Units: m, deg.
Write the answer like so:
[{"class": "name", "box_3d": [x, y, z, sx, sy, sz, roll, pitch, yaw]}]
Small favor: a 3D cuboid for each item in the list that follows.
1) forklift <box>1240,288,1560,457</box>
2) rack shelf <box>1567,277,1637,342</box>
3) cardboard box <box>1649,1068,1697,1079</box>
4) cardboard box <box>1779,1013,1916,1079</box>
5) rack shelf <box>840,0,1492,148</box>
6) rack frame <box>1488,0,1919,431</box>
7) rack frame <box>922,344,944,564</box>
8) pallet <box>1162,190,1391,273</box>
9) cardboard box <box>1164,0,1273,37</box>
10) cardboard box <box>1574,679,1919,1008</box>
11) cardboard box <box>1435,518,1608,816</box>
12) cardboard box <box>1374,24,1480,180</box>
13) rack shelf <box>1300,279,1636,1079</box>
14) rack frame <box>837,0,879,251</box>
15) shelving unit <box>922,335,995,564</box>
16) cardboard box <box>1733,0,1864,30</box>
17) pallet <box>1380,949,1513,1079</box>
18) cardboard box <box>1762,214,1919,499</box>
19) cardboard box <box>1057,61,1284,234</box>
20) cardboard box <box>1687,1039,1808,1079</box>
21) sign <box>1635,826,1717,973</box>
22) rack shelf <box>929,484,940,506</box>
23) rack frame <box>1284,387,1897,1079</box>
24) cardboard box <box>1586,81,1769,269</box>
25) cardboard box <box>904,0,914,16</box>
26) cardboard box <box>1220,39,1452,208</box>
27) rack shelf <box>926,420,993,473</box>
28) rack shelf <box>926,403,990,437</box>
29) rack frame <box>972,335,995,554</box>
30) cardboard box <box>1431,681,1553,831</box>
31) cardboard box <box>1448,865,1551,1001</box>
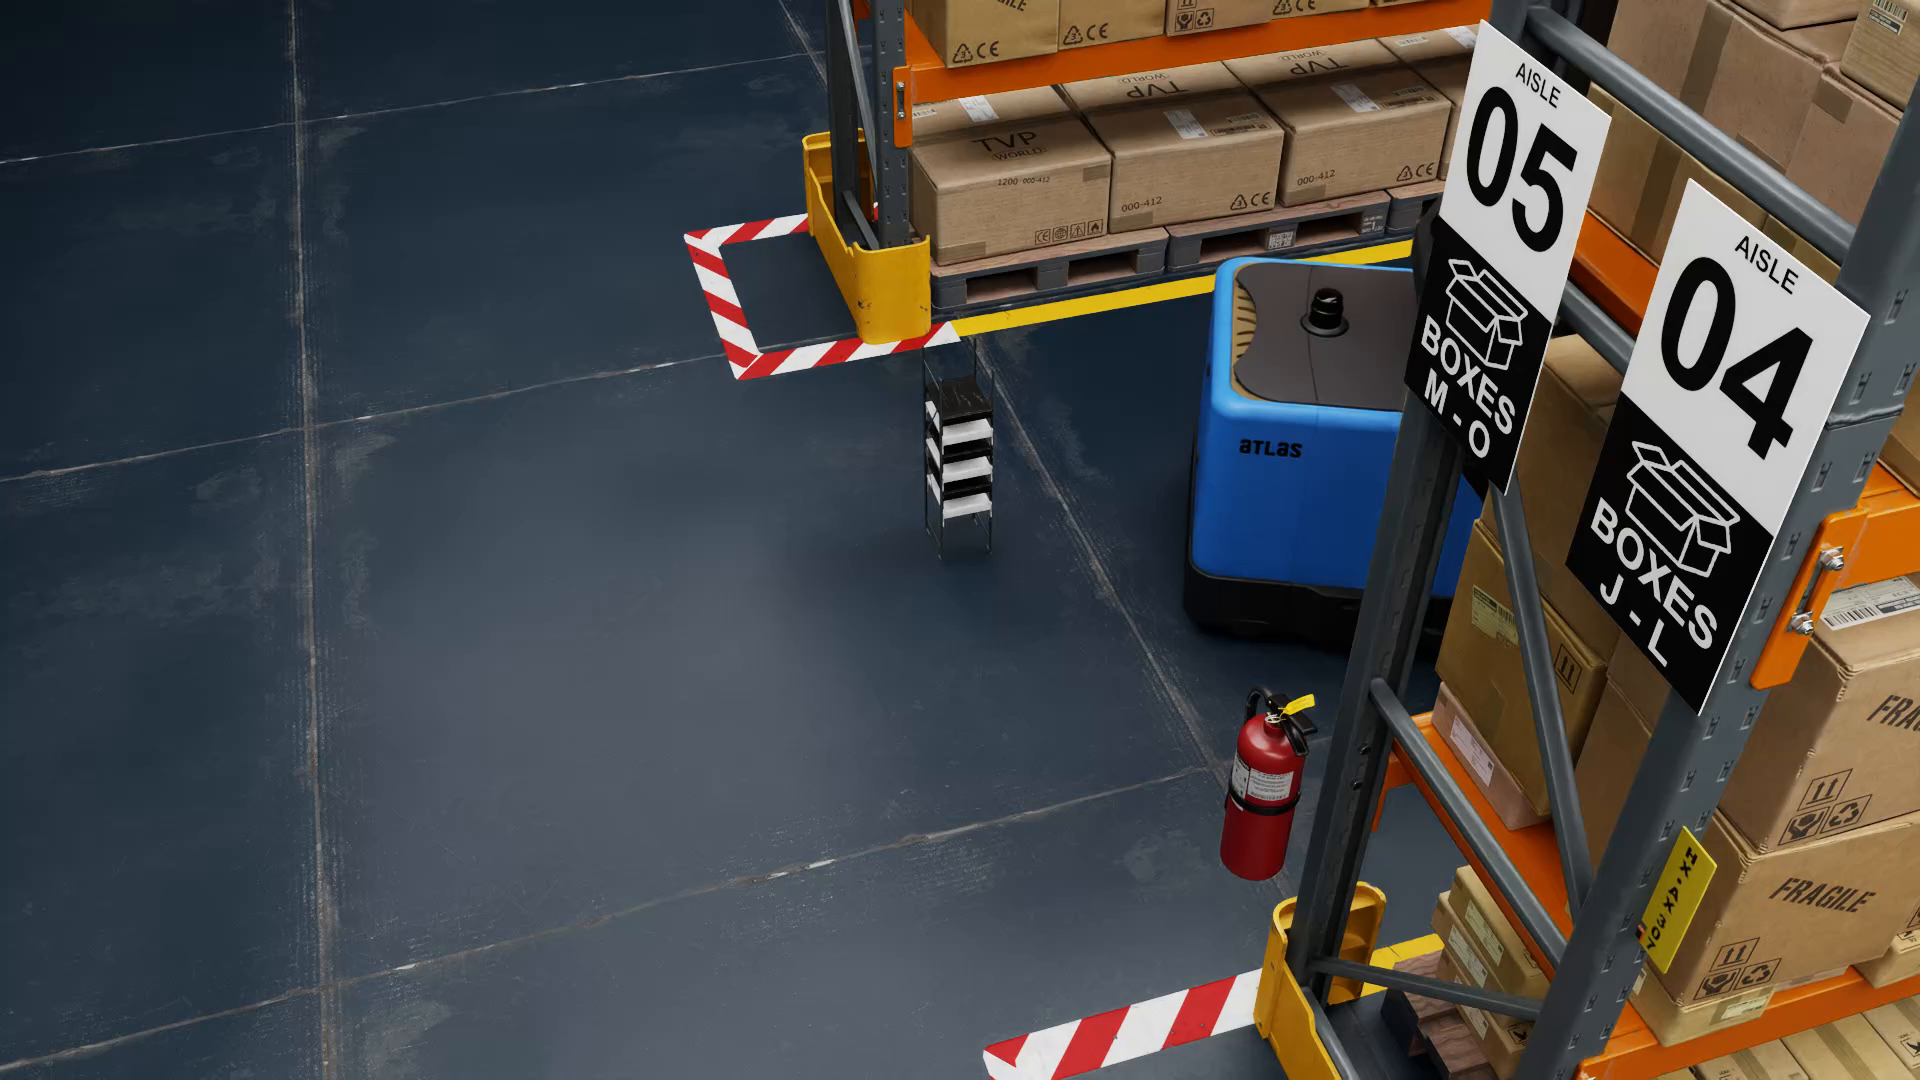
[{"class": "forklift", "box_3d": [2.207, -3.918, 7.276, 9.711, 5.209, 7.407, 5, 41, 6]}, {"class": "rack shelf", "box_3d": [3.054, -0.660, 3.384, 3.687, 0.071, 0.831, -12, 42, -13]}, {"class": "cardboard box", "box_3d": [1.748, 1.449, 4.207, 0.250, 0.149, 0.380, -14, 43, -15]}, {"class": "cardboard box", "box_3d": [2.254, 1.350, 4.321, 0.250, 0.149, 0.380, -12, 43, -13]}, {"class": "rack shelf", "box_3d": [1.471, -2.563, 7.950, 4.000, 0.370, 1.077, -12, 42, -13]}, {"class": "rack frame", "box_3d": [1.146, -1.611, 1.755, 0.127, 3.000, 1.000, -12, 42, -13]}, {"class": "rack frame", "box_3d": [-0.105, -0.317, 6.429, 0.006, 0.900, 0.240, -12, 42, -13]}, {"class": "pallet", "box_3d": [1.464, -1.834, 8.689, 1.213, 0.211, 1.003, -12, 42, -13]}, {"class": "cardboard box", "box_3d": [1.072, -2.598, 7.367, 0.500, 0.500, 0.500, -12, 43, -13]}, {"class": "cardboard box", "box_3d": [1.657, 0.583, 3.501, 0.500, 0.500, 0.500, -10, 42, -11]}, {"class": "cardboard box", "box_3d": [1.498, 0.248, 3.884, 0.500, 0.500, 0.500, -11, 42, -12]}, {"class": "cardboard box", "box_3d": [2.747, -2.366, 8.806, 0.875, 0.438, 0.875, -12, 43, -14]}, {"class": "rack shelf", "box_3d": [1.147, 0.650, 3.726, 0.053, 2.616, 0.949, -12, 42, -13]}, {"class": "rack frame", "box_3d": [-0.438, -2.441, 7.264, 0.053, 2.616, 0.949, -12, 42, -13]}, {"class": "shelving unit", "box_3d": [6.907, -0.138, 3.832, 12.137, 4.047, 8.426, -12, 42, -13]}, {"class": "cardboard box", "box_3d": [1.375, -1.014, 2.782, 0.250, 0.149, 0.380, -12, 43, -13]}, {"class": "pallet", "box_3d": [2.004, 1.545, 4.822, 1.213, 0.211, 1.003, -12, 42, -13]}, {"class": "cardboard box", "box_3d": [1.651, -0.354, 2.709, 0.529, 0.250, 0.529, -13, 43, -14]}, {"class": "cardboard box", "box_3d": [1.033, -2.011, 8.400, 0.875, 0.438, 0.875, -11, 42, -12]}, {"class": "cardboard box", "box_3d": [1.975, 1.319, 4.356, 0.250, 0.149, 0.380, -11, 42, -12]}, {"class": "sign", "box_3d": [1.309, 0.662, 3.054, 0.005, 0.325, 0.100, -12, 42, -13]}, {"class": "rack shelf", "box_3d": [-0.008, -0.188, 6.583, 0.184, 0.015, 0.199, -12, 42, -13]}, {"class": "rack frame", "box_3d": [1.146, 0.648, 3.729, 0.127, 3.000, 1.000, -12, 42, -13]}, {"class": "cardboard box", "box_3d": [1.501, -0.681, 3.084, 0.500, 0.250, 0.500, -13, 43, -14]}, {"class": "cardboard box", "box_3d": [-0.056, -2.738, 7.528, 0.500, 0.500, 0.500, -11, 42, -13]}, {"class": "cardboard box", "box_3d": [1.893, -2.188, 8.603, 0.875, 0.438, 0.875, -13, 43, -14]}, {"class": "rack shelf", "box_3d": [-0.008, -0.380, 6.415, 0.200, 0.077, 0.258, -12, 42, -13]}, {"class": "rack shelf", "box_3d": [6.915, -0.361, 3.628, 12.128, 3.443, 8.407, -12, 42, -13]}, {"class": "rack frame", "box_3d": [0.089, -0.357, 6.475, 0.006, 0.900, 0.240, -12, 42, -13]}, {"class": "cardboard box", "box_3d": [1.372, 0.501, 4.088, 0.250, 0.149, 0.380, -12, 42, -13]}, {"class": "cardboard box", "box_3d": [1.575, 1.076, 4.634, 0.250, 0.149, 0.380, -11, 42, -13]}]
